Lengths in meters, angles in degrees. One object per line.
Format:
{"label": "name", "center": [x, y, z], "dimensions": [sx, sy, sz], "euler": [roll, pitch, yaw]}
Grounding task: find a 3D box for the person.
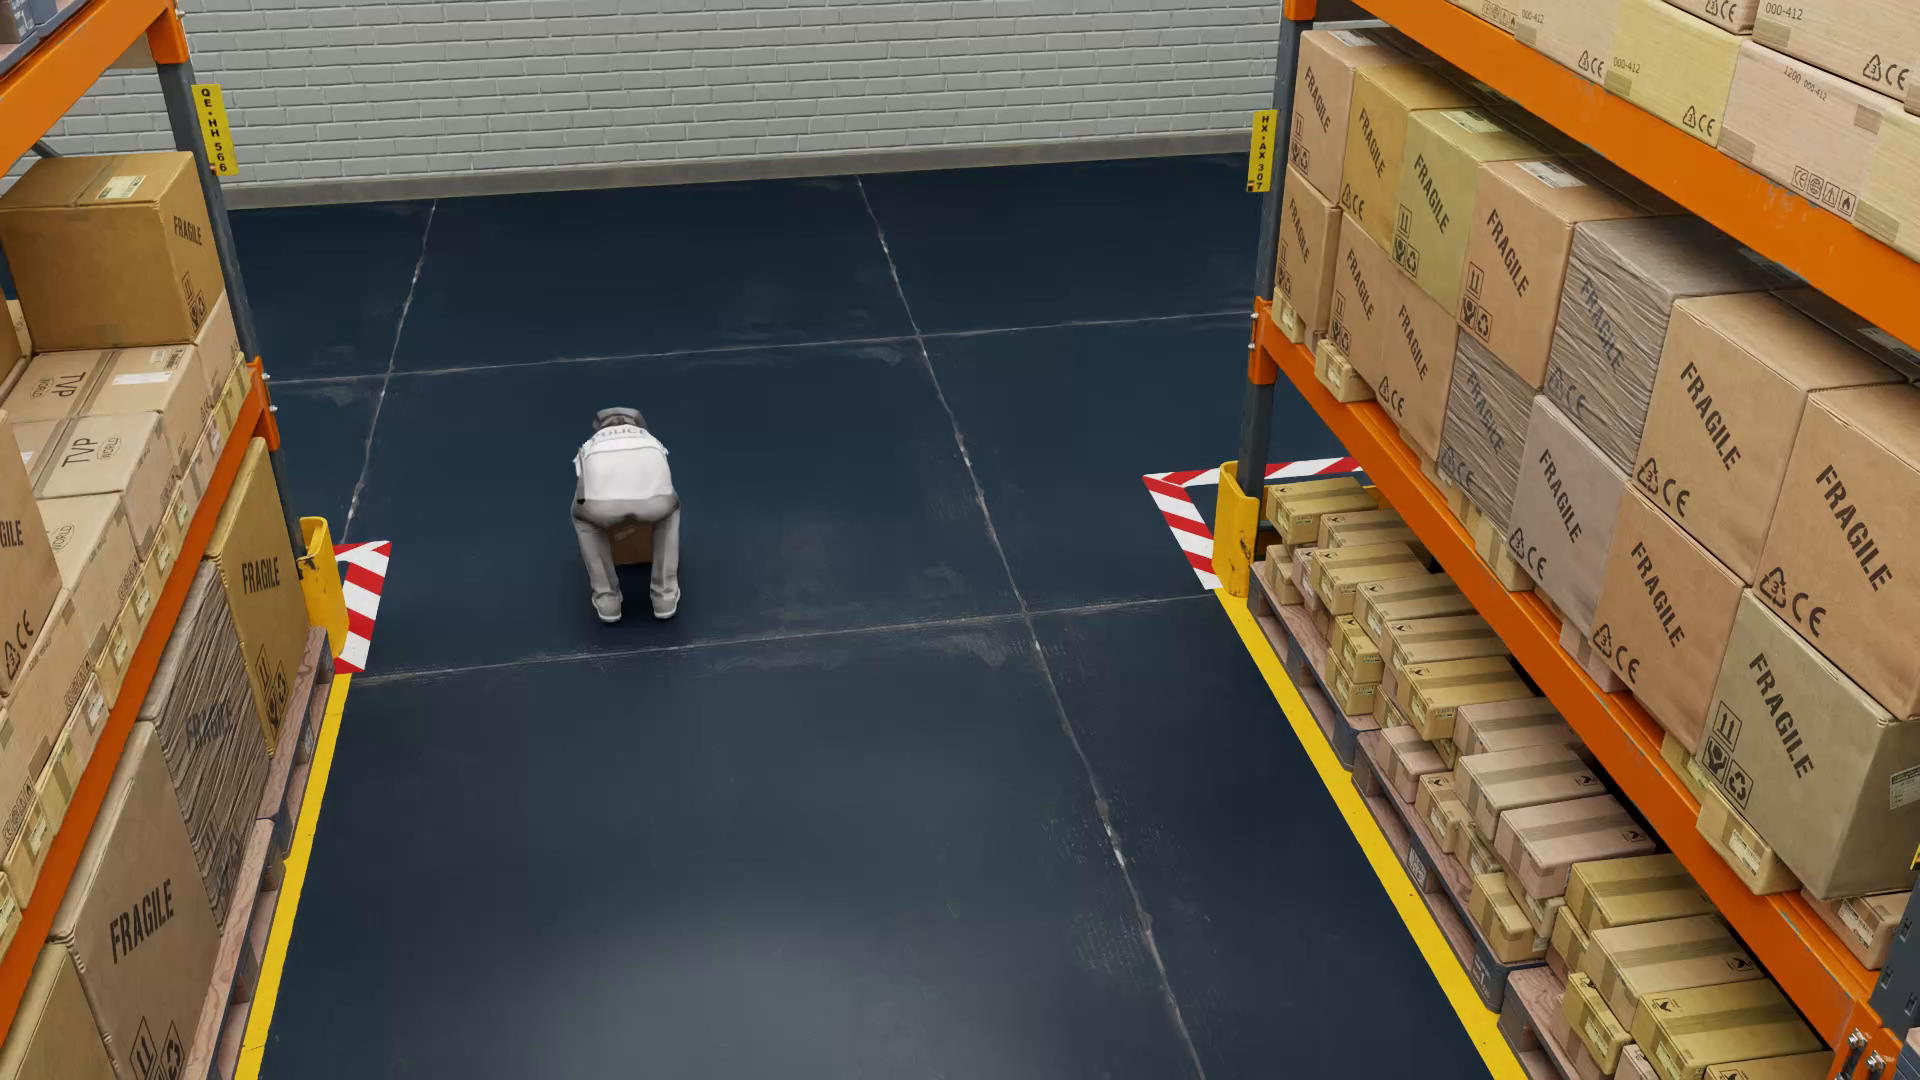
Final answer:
{"label": "person", "center": [-1.444, -0.139, 7.185], "dimensions": [0.469, 0.842, 0.889], "euler": [-7, 32, -11]}
